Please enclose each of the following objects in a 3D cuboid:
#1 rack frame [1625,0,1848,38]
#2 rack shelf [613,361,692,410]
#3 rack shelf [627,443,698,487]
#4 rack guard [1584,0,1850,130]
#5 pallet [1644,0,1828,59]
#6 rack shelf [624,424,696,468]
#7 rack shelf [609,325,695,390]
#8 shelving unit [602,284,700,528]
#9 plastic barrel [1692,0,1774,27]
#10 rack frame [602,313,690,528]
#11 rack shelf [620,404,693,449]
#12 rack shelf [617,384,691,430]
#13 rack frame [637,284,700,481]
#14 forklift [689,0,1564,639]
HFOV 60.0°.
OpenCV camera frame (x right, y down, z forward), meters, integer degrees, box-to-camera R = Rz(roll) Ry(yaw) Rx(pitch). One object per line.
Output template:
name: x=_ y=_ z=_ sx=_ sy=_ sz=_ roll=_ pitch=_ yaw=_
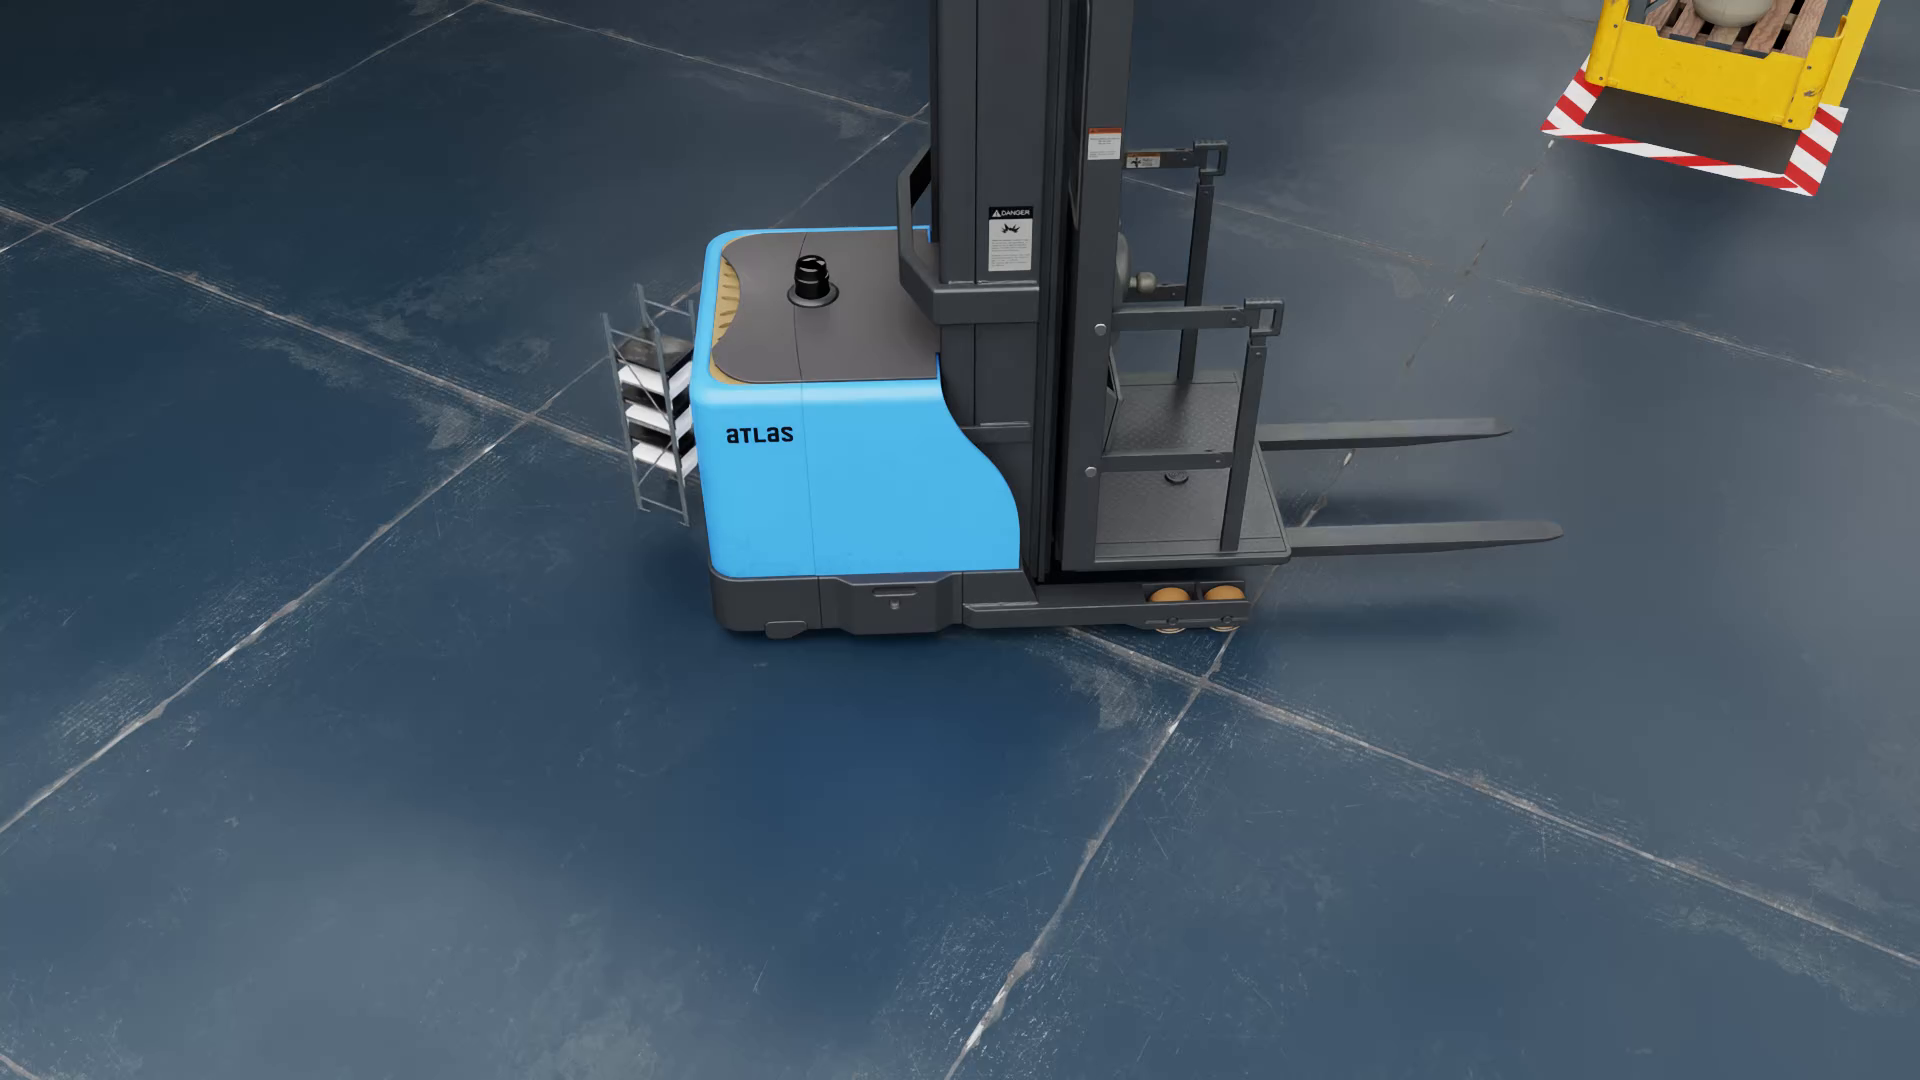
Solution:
rack frame: x=3.996 y=-3.482 z=7.934 sx=1.000 sy=3.000 sz=0.127 roll=21 pitch=45 yaw=22
rack shelf: x=-1.087 y=-0.588 z=6.012 sx=0.258 sy=0.077 sz=0.200 roll=19 pitch=46 yaw=21
rack shelf: x=-1.084 y=-0.322 z=6.254 sx=0.258 sy=0.077 sz=0.200 roll=19 pitch=46 yaw=21
rack guard: x=3.993 y=-2.603 z=8.827 sx=1.175 sy=0.500 sz=0.348 roll=21 pitch=45 yaw=22
pallet: x=4.404 y=-2.958 z=9.449 sx=1.003 sy=0.211 sz=1.213 roll=21 pitch=45 yaw=22
rack shelf: x=-1.085 y=-0.388 z=6.194 sx=0.258 sy=0.077 sz=0.200 roll=19 pitch=46 yaw=21
rack shelf: x=-1.088 y=-0.655 z=5.952 sx=0.258 sy=0.077 sz=0.200 roll=19 pitch=46 yaw=21
shelving unit: x=-1.086 y=-0.480 z=6.111 sx=0.258 sy=0.900 sz=0.210 roll=19 pitch=46 yaw=21
plastic barrel: x=4.259 y=-3.108 z=9.074 sx=0.421 sy=0.512 sz=0.421 roll=0 pitch=41 yaw=0
rack frame: x=-1.134 y=-0.419 z=6.045 sx=0.240 sy=0.900 sz=0.006 roll=19 pitch=46 yaw=21
rack shelf: x=-1.086 y=-0.455 z=6.133 sx=0.258 sy=0.077 sz=0.200 roll=19 pitch=46 yaw=21
rack shelf: x=-1.087 y=-0.522 z=6.073 sx=0.258 sy=0.077 sz=0.200 roll=19 pitch=46 yaw=21
rack frame: x=-1.038 y=-0.540 z=6.177 sx=0.240 sy=0.900 sz=0.006 roll=19 pitch=46 yaw=21
forklift: x=0.628 y=-1.121 z=5.305 sx=3.031 sy=2.935 sz=1.130 roll=-2 pitch=41 yaw=-2
